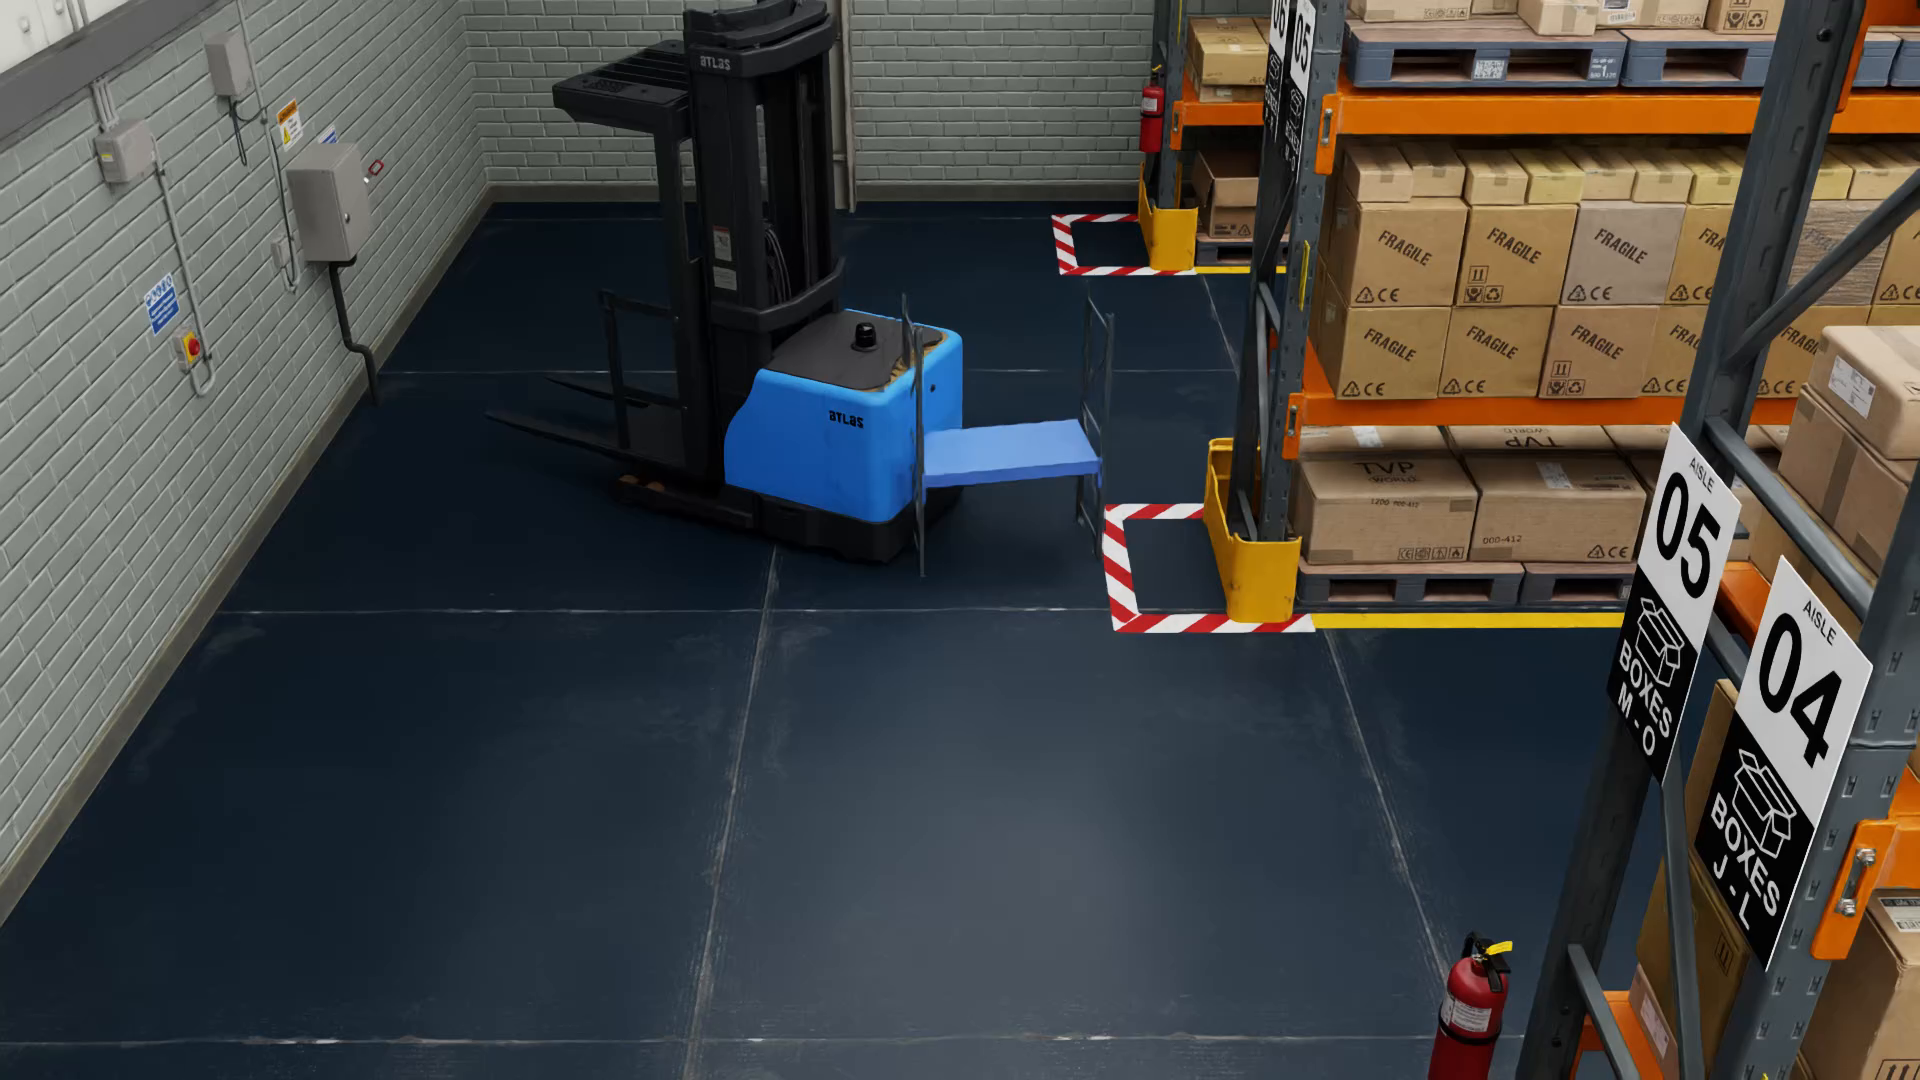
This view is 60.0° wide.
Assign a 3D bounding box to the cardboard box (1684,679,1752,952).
[{"bbox_3d":[2.224,0.698,4.250,0.500,0.500,0.500,-1,31,-1],"label":"cardboard box"}]

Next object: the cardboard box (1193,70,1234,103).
[{"bbox_3d":[1.934,-3.468,12.705,0.250,0.149,0.380,0,31,-1],"label":"cardboard box"}]

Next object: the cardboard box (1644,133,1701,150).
[{"bbox_3d":[3.533,-2.018,8.387,0.250,0.149,0.380,1,31,1],"label":"cardboard box"}]

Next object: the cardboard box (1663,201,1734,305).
[{"bbox_3d":[3.649,-1.479,8.124,0.500,0.500,0.500,0,31,0],"label":"cardboard box"}]

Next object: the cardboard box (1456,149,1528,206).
[{"bbox_3d":[2.516,-1.726,7.906,0.250,0.149,0.380,1,31,1],"label":"cardboard box"}]

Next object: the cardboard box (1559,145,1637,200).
[{"bbox_3d":[3.041,-1.764,7.970,0.250,0.149,0.380,0,31,0],"label":"cardboard box"}]

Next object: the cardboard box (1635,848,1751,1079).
[{"bbox_3d":[2.216,1.121,4.517,0.500,0.500,0.500,0,31,1],"label":"cardboard box"}]

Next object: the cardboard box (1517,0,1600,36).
[{"bbox_3d":[2.726,-2.423,7.590,0.250,0.149,0.380,1,31,2],"label":"cardboard box"}]

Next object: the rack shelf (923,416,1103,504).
[{"bbox_3d":[0.246,-0.452,9.285,1.000,0.185,0.538,-5,32,-9],"label":"rack shelf"}]

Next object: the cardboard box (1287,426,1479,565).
[{"bbox_3d":[2.296,-0.280,9.274,0.875,0.438,0.875,-1,31,-2],"label":"cardboard box"}]

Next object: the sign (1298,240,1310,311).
[{"bbox_3d":[1.634,-1.258,7.910,0.005,0.325,0.100,0,31,0],"label":"sign"}]

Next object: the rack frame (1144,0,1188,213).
[{"bbox_3d":[1.603,-3.716,12.873,0.127,3.000,1.000,0,31,0],"label":"rack frame"}]

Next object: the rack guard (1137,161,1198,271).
[{"bbox_3d":[1.679,-2.648,13.522,0.348,0.500,1.175,0,31,0],"label":"rack guard"}]

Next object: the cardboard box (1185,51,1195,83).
[{"bbox_3d":[1.933,-3.749,13.169,0.250,0.149,0.380,-1,31,-1],"label":"cardboard box"}]

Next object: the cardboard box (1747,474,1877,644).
[{"bbox_3d":[2.221,0.069,3.887,0.500,0.250,0.500,-1,31,-1],"label":"cardboard box"}]

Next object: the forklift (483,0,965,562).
[{"bbox_3d":[-1.521,-1.656,9.544,3.031,2.935,1.130,15,34,23],"label":"forklift"}]

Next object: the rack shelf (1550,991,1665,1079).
[{"bbox_3d":[3.768,1.727,4.595,4.000,0.370,1.077,0,31,0],"label":"rack shelf"}]

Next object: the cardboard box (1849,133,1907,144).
[{"bbox_3d":[4.559,-2.035,8.415,0.250,0.149,0.380,0,31,-1],"label":"cardboard box"}]

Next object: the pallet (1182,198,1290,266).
[{"bbox_3d":[2.477,-2.527,13.601,1.213,0.211,1.003,0,31,0],"label":"pallet"}]

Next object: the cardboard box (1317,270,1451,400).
[{"bbox_3d":[2.119,-1.037,8.360,0.500,0.500,0.500,0,31,-1],"label":"cardboard box"}]

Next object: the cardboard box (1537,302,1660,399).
[{"bbox_3d":[3.133,-1.045,8.374,0.500,0.500,0.500,0,31,-1],"label":"cardboard box"}]

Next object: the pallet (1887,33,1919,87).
[{"bbox_3d":[4.819,-2.402,7.899,1.213,0.211,1.003,0,31,0],"label":"pallet"}]

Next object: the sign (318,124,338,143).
[{"bbox_3d":[-4.078,-2.417,10.823,0.001,0.494,0.329,0,31,0],"label":"sign"}]

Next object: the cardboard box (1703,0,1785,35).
[{"bbox_3d":[3.654,-2.618,7.572,0.500,0.500,0.500,0,31,1],"label":"cardboard box"}]

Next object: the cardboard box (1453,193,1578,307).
[{"bbox_3d":[2.635,-1.471,8.111,0.500,0.500,0.500,-1,31,-2],"label":"cardboard box"}]

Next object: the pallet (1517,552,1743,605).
[{"bbox_3d":[3.653,0.005,9.427,1.213,0.211,1.003,0,31,0],"label":"pallet"}]

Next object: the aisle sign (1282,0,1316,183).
[{"bbox_3d":[1.567,-2.103,7.707,0.004,0.787,0.394,0,31,0],"label":"aisle sign"}]

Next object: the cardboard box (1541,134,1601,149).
[{"bbox_3d":[3.020,-1.996,8.351,0.250,0.149,0.380,0,31,-1],"label":"cardboard box"}]

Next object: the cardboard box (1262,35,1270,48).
[{"bbox_3d":[2.563,-3.643,12.609,0.500,0.250,0.500,0,31,0],"label":"cardboard box"}]

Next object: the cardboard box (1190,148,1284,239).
[{"bbox_3d":[2.216,-2.781,13.334,0.637,0.503,0.797,-1,31,-2],"label":"cardboard box"}]

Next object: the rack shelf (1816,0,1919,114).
[{"bbox_3d":[3.768,-0.837,3.039,4.000,0.370,1.077,0,31,0],"label":"rack shelf"}]

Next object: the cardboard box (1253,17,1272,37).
[{"bbox_3d":[2.577,-3.920,13.065,0.500,0.250,0.500,0,31,0],"label":"cardboard box"}]

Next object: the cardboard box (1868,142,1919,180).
[{"bbox_3d":[4.564,-1.785,8.004,0.250,0.149,0.380,0,31,-1],"label":"cardboard box"}]

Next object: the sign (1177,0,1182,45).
[{"bbox_3d":[1.607,-3.805,12.184,0.005,0.325,0.100,0,31,0],"label":"sign"}]

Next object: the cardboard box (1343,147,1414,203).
[{"bbox_3d":[1.994,-1.747,7.941,0.250,0.149,0.380,0,31,1],"label":"cardboard box"}]

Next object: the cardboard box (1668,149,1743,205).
[{"bbox_3d":[3.545,-1.730,7.913,0.250,0.149,0.380,-1,31,-1],"label":"cardboard box"}]

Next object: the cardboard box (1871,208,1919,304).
[{"bbox_3d":[4.659,-1.482,8.130,0.500,0.500,0.500,-1,31,-1],"label":"cardboard box"}]

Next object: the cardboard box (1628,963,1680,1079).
[{"bbox_3d":[2.092,1.385,4.706,0.250,0.149,0.380,0,31,0],"label":"cardboard box"}]

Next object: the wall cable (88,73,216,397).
[{"bbox_3d":[-4.001,-1.560,8.308,0.123,1.953,0.585,0,31,0],"label":"wall cable"}]

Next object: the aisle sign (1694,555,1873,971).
[{"bbox_3d":[1.697,0.470,3.467,0.004,0.787,0.394,0,31,0],"label":"aisle sign"}]

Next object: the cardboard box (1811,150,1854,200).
[{"bbox_3d":[4.052,-1.765,7.970,0.250,0.149,0.380,-1,31,-1],"label":"cardboard box"}]

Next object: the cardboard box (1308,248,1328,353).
[{"bbox_3d":[2.118,-1.323,8.832,0.500,0.500,0.500,0,31,0],"label":"cardboard box"}]

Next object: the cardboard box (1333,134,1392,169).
[{"bbox_3d":[1.995,-1.994,8.349,0.250,0.149,0.380,0,31,0],"label":"cardboard box"}]

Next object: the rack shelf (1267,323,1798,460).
[{"bbox_3d":[3.637,-0.840,8.826,4.000,0.370,1.077,0,31,0],"label":"rack shelf"}]

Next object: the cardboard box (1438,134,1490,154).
[{"bbox_3d":[2.506,-2.052,8.444,0.250,0.149,0.380,0,31,-1],"label":"cardboard box"}]

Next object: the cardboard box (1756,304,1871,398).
[{"bbox_3d":[4.158,-1.049,8.380,0.500,0.500,0.500,-1,31,-1],"label":"cardboard box"}]

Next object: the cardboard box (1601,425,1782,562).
[{"bbox_3d":[4.113,-0.289,9.289,0.875,0.438,0.875,-1,31,-2],"label":"cardboard box"}]

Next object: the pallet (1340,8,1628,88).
[{"bbox_3d":[2.379,-2.394,7.887,1.213,0.211,1.003,0,31,0],"label":"pallet"}]

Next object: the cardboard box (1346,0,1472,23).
[{"bbox_3d":[2.086,-2.630,7.834,0.500,0.250,0.500,-3,31,-5],"label":"cardboard box"}]

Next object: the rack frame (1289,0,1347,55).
[{"bbox_3d":[1.637,-3.707,7.073,0.127,3.000,1.000,0,31,0],"label":"rack frame"}]

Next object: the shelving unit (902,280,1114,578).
[{"bbox_3d":[0.246,-0.606,9.191,1.048,1.500,0.538,-5,32,-9],"label":"shelving unit"}]

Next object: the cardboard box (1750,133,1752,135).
[{"bbox_3d":[4.043,-2.005,8.367,0.250,0.149,0.380,0,31,0],"label":"cardboard box"}]

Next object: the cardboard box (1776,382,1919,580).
[{"bbox_3d":[2.227,-0.140,3.749,0.500,0.250,0.500,-1,31,-2],"label":"cardboard box"}]

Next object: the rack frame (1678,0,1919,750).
[{"bbox_3d":[1.768,-1.139,2.842,0.127,3.000,1.000,0,31,0],"label":"rack frame"}]

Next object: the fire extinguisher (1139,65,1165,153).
[{"bbox_3d":[1.459,-3.284,12.594,0.183,0.674,0.296,0,31,0],"label":"fire extinguisher"}]

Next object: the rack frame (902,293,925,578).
[{"bbox_3d":[-0.254,-0.559,9.113,0.032,1.500,0.500,-5,32,-9],"label":"rack frame"}]
